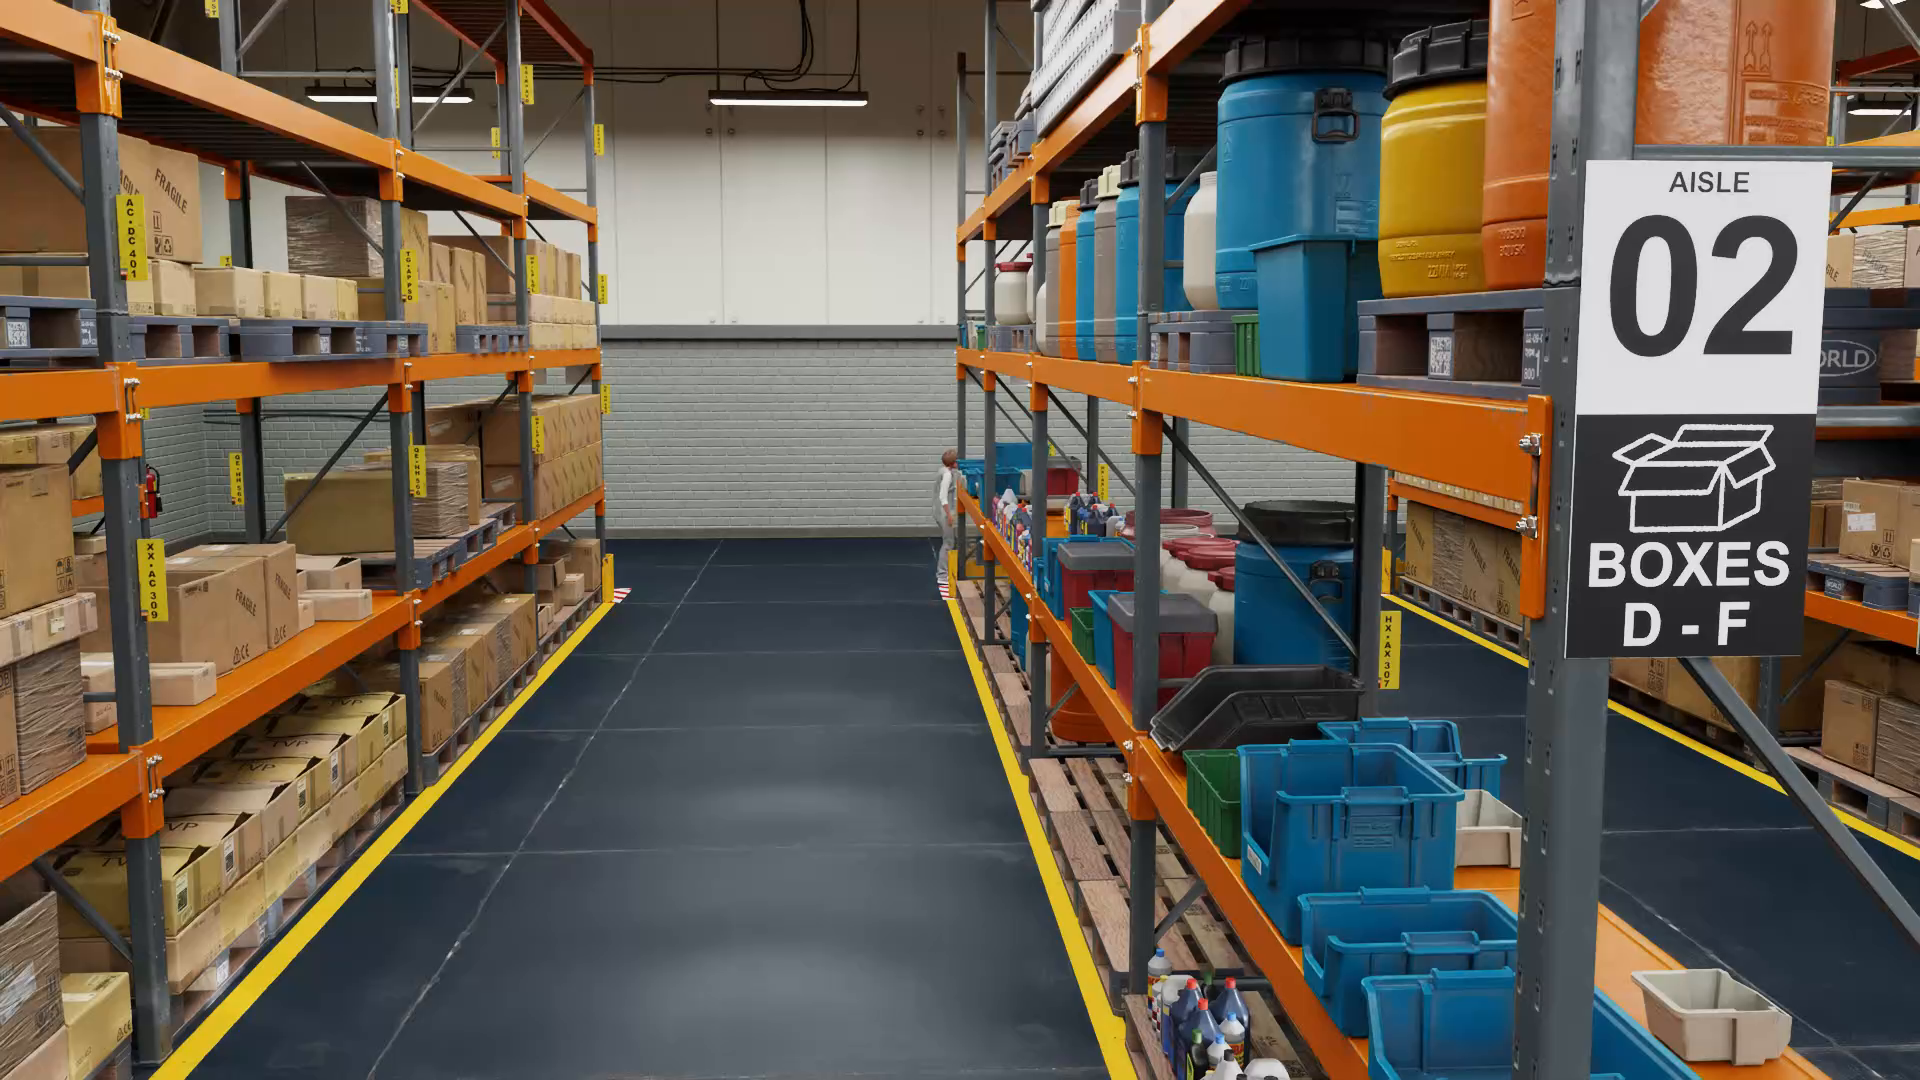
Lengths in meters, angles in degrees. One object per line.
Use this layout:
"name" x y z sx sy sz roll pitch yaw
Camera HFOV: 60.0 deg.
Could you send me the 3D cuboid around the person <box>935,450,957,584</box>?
"person" -0.155 -0.281 19.854 0.324 1.592 0.463 0 7 0
